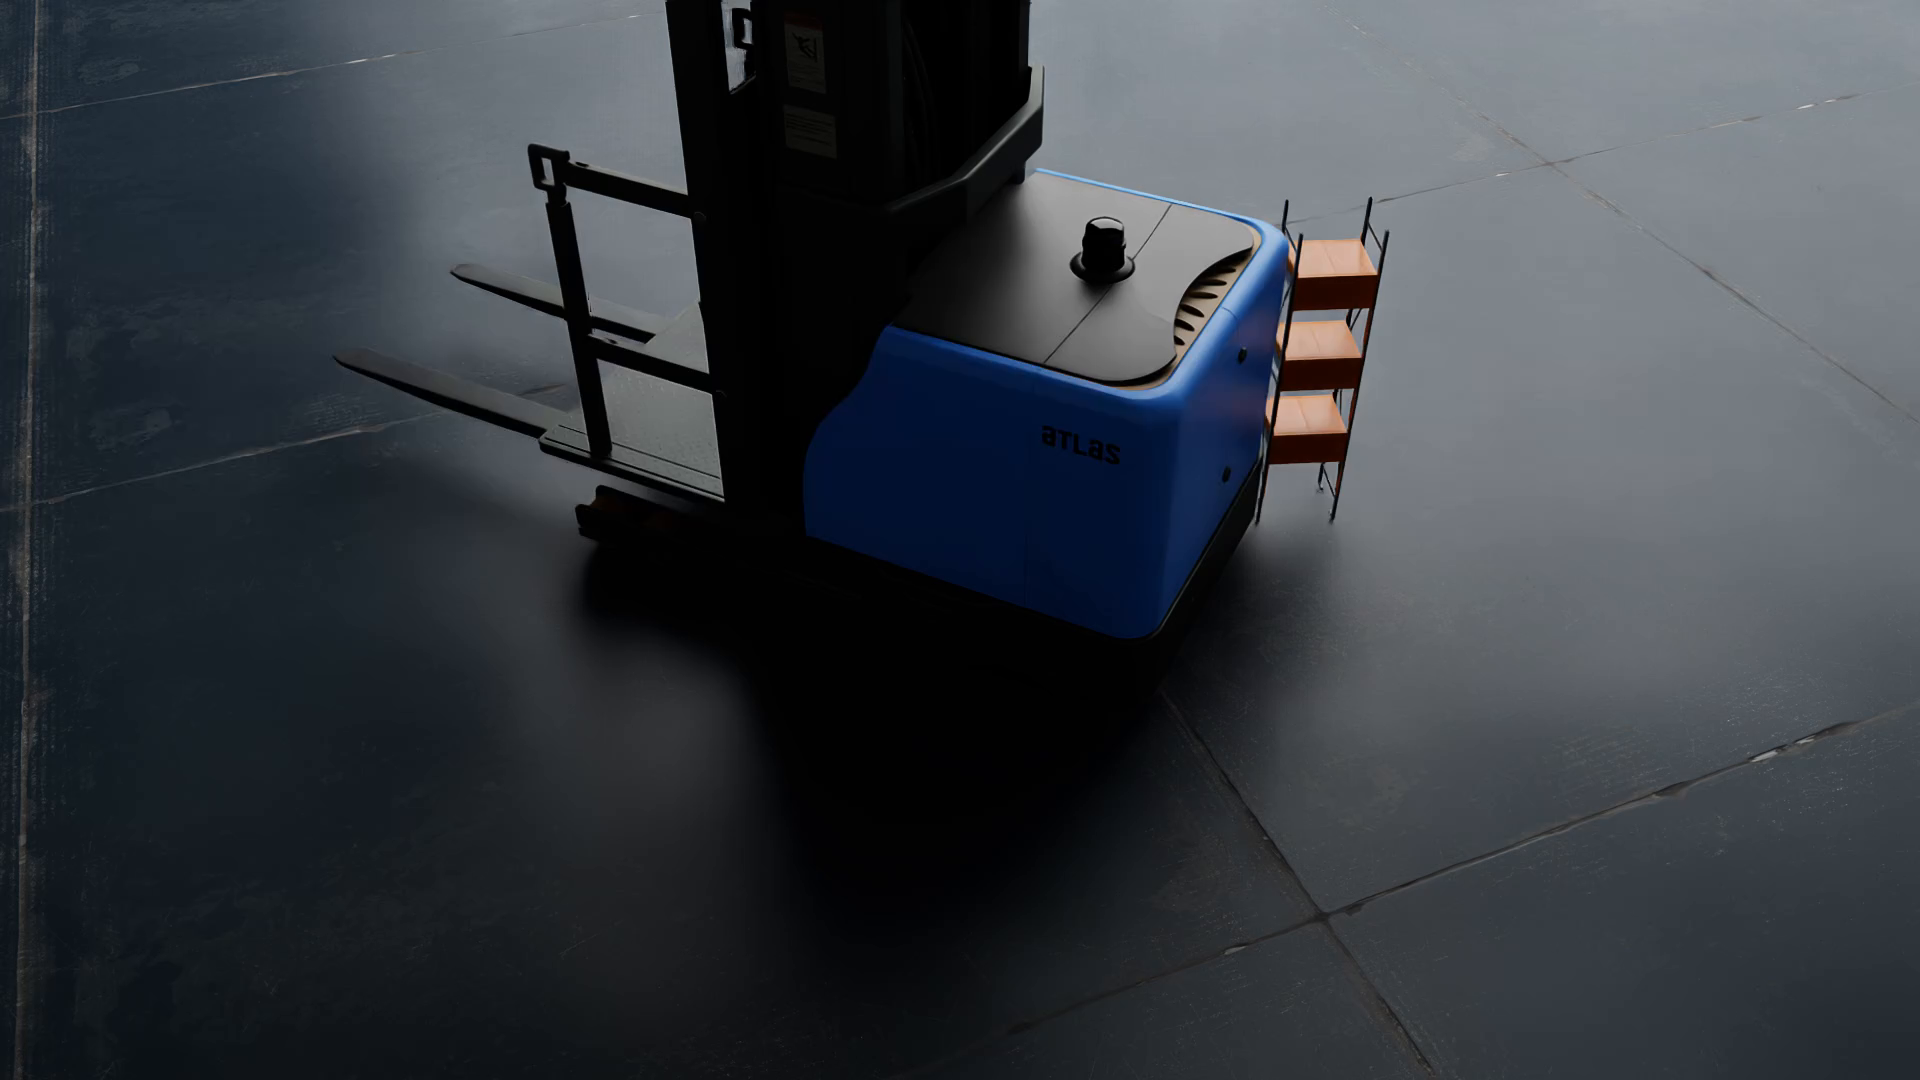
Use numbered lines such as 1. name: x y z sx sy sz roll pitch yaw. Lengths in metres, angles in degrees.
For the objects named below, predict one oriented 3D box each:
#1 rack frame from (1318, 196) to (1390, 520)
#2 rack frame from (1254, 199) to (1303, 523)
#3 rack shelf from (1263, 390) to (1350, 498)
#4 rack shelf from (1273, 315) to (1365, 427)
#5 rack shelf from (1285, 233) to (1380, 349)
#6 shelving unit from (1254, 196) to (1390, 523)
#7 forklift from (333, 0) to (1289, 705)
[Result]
1. rack frame: 1.189 -0.528 5.059 0.008 1.050 0.200 -3 41 -3
2. rack frame: 0.945 -0.517 5.046 0.008 1.050 0.200 -3 41 -3
3. rack shelf: 1.067 -0.304 5.240 0.240 0.259 0.215 -3 41 -3
4. rack shelf: 1.067 -0.515 5.059 0.240 0.259 0.215 -3 41 -3
5. rack shelf: 1.067 -0.730 4.874 0.240 0.259 0.215 -3 41 -3
6. shelving unit: 1.067 -0.523 5.052 0.252 1.050 0.215 -3 41 -3
7. forklift: -0.623 -1.320 4.537 3.031 2.935 1.130 18 44 20
